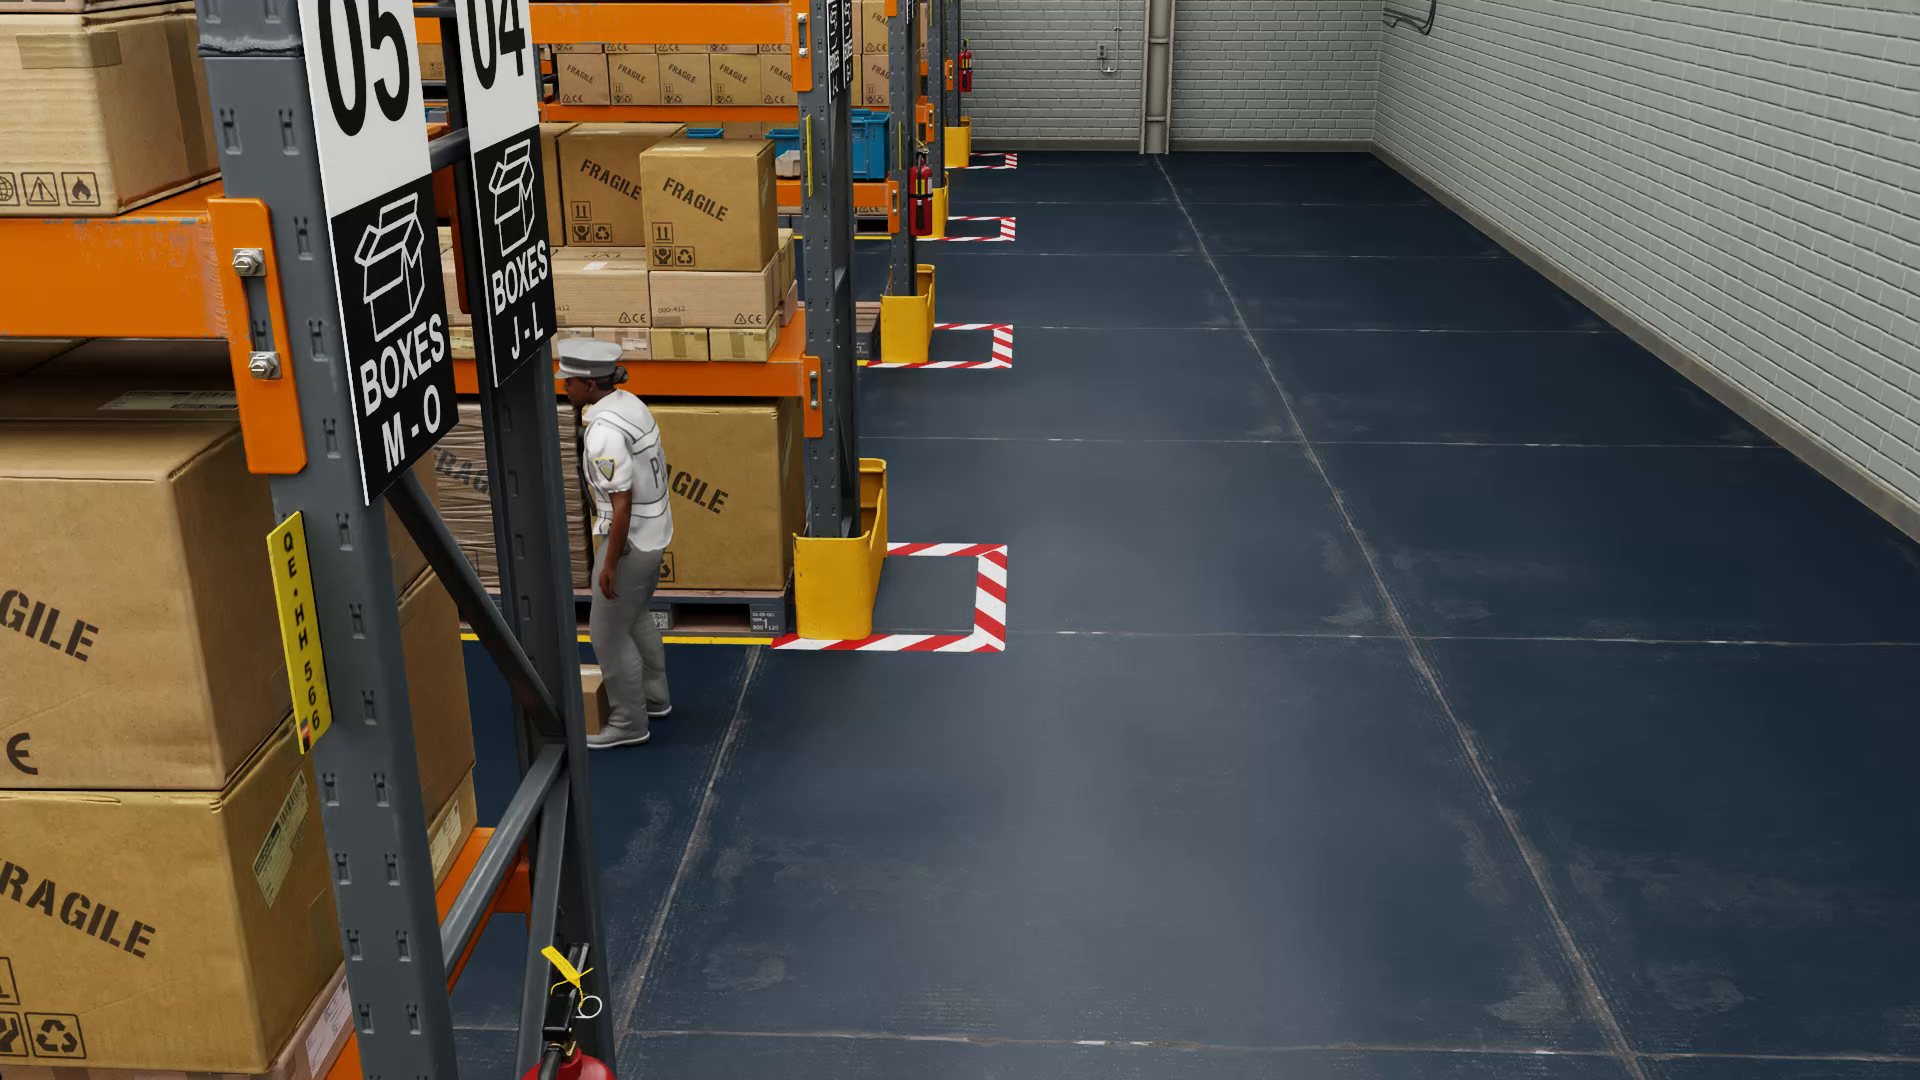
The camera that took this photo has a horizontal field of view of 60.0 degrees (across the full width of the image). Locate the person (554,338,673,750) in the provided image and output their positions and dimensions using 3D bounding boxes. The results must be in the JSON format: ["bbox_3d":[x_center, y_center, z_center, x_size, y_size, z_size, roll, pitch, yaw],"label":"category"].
[{"bbox_3d":[-1.344,0.015,6.543,0.427,1.658,0.526,-1,21,-2],"label":"person"}]
